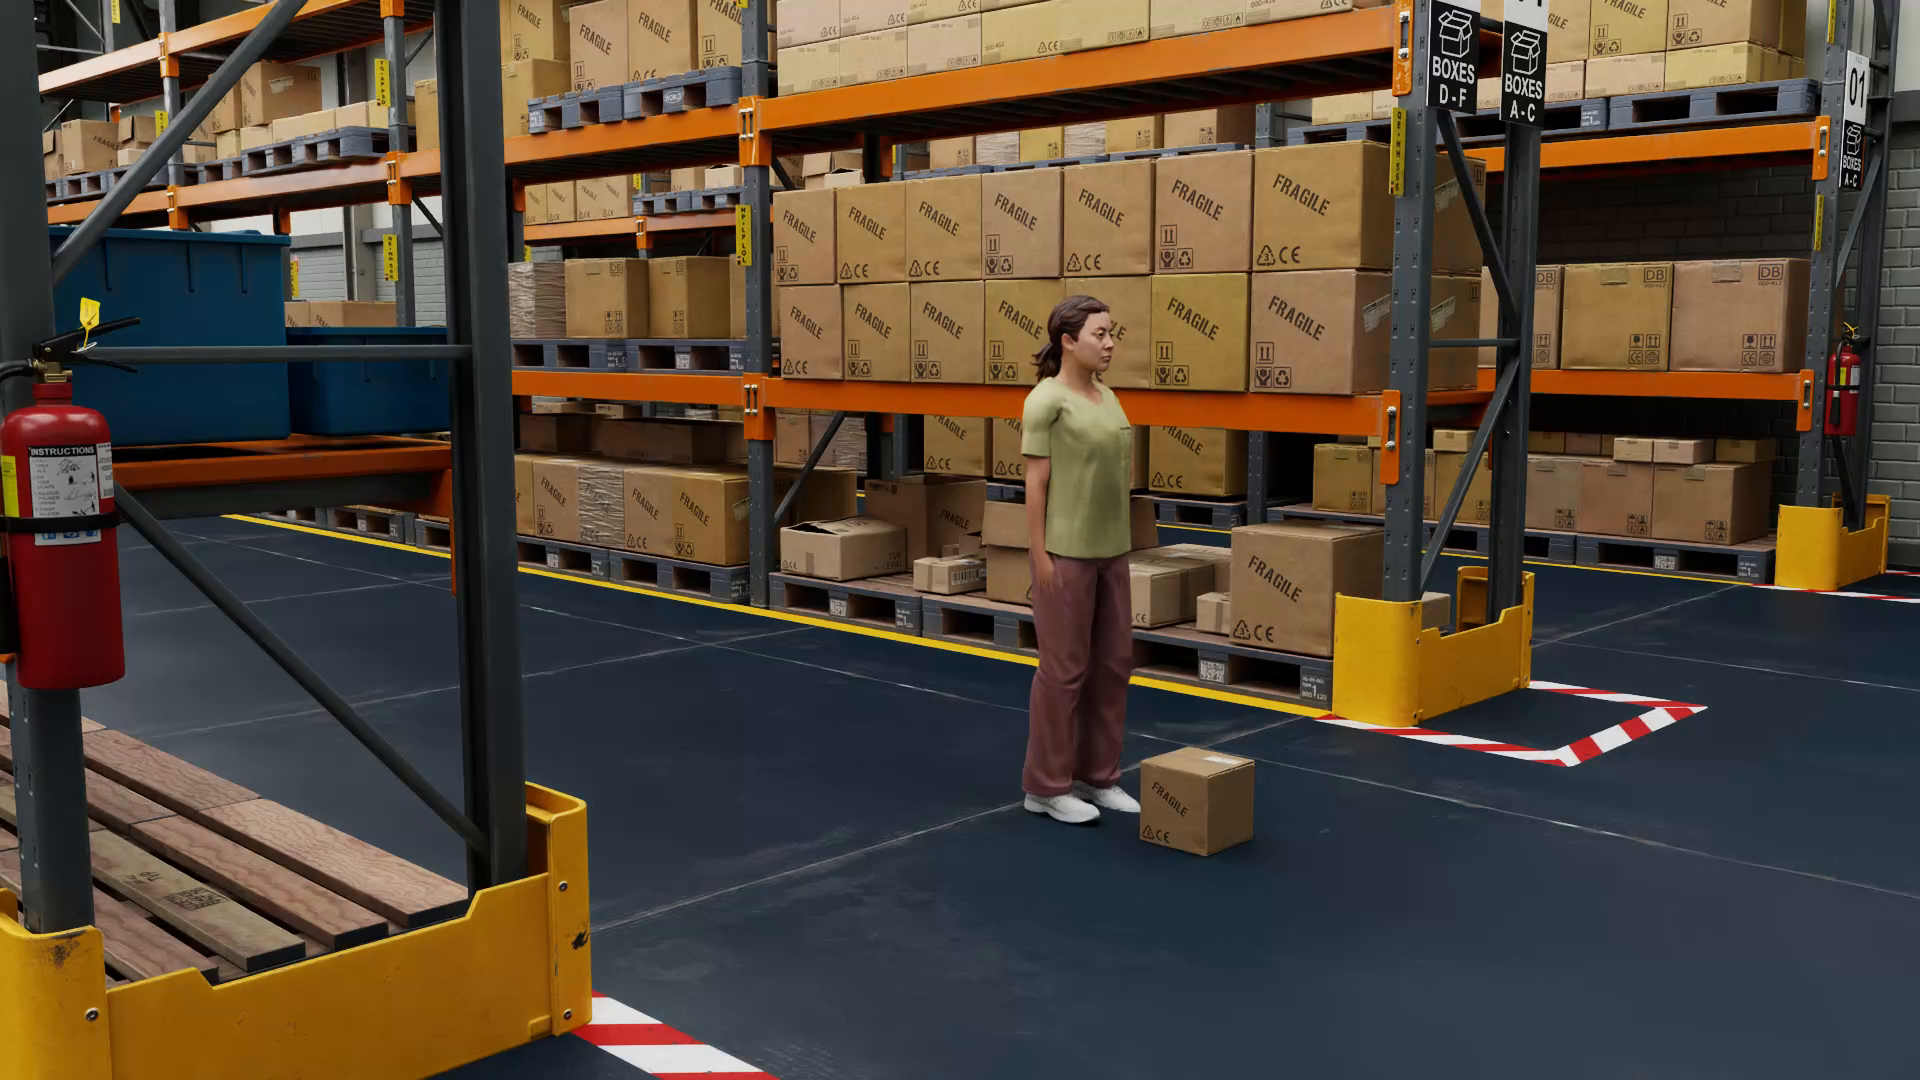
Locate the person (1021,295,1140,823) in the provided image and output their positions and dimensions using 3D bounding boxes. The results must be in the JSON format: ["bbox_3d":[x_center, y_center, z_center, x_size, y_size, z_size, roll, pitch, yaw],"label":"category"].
[{"bbox_3d":[0.383,0.067,5.356,0.357,1.695,0.441,7,10,44],"label":"person"}]
